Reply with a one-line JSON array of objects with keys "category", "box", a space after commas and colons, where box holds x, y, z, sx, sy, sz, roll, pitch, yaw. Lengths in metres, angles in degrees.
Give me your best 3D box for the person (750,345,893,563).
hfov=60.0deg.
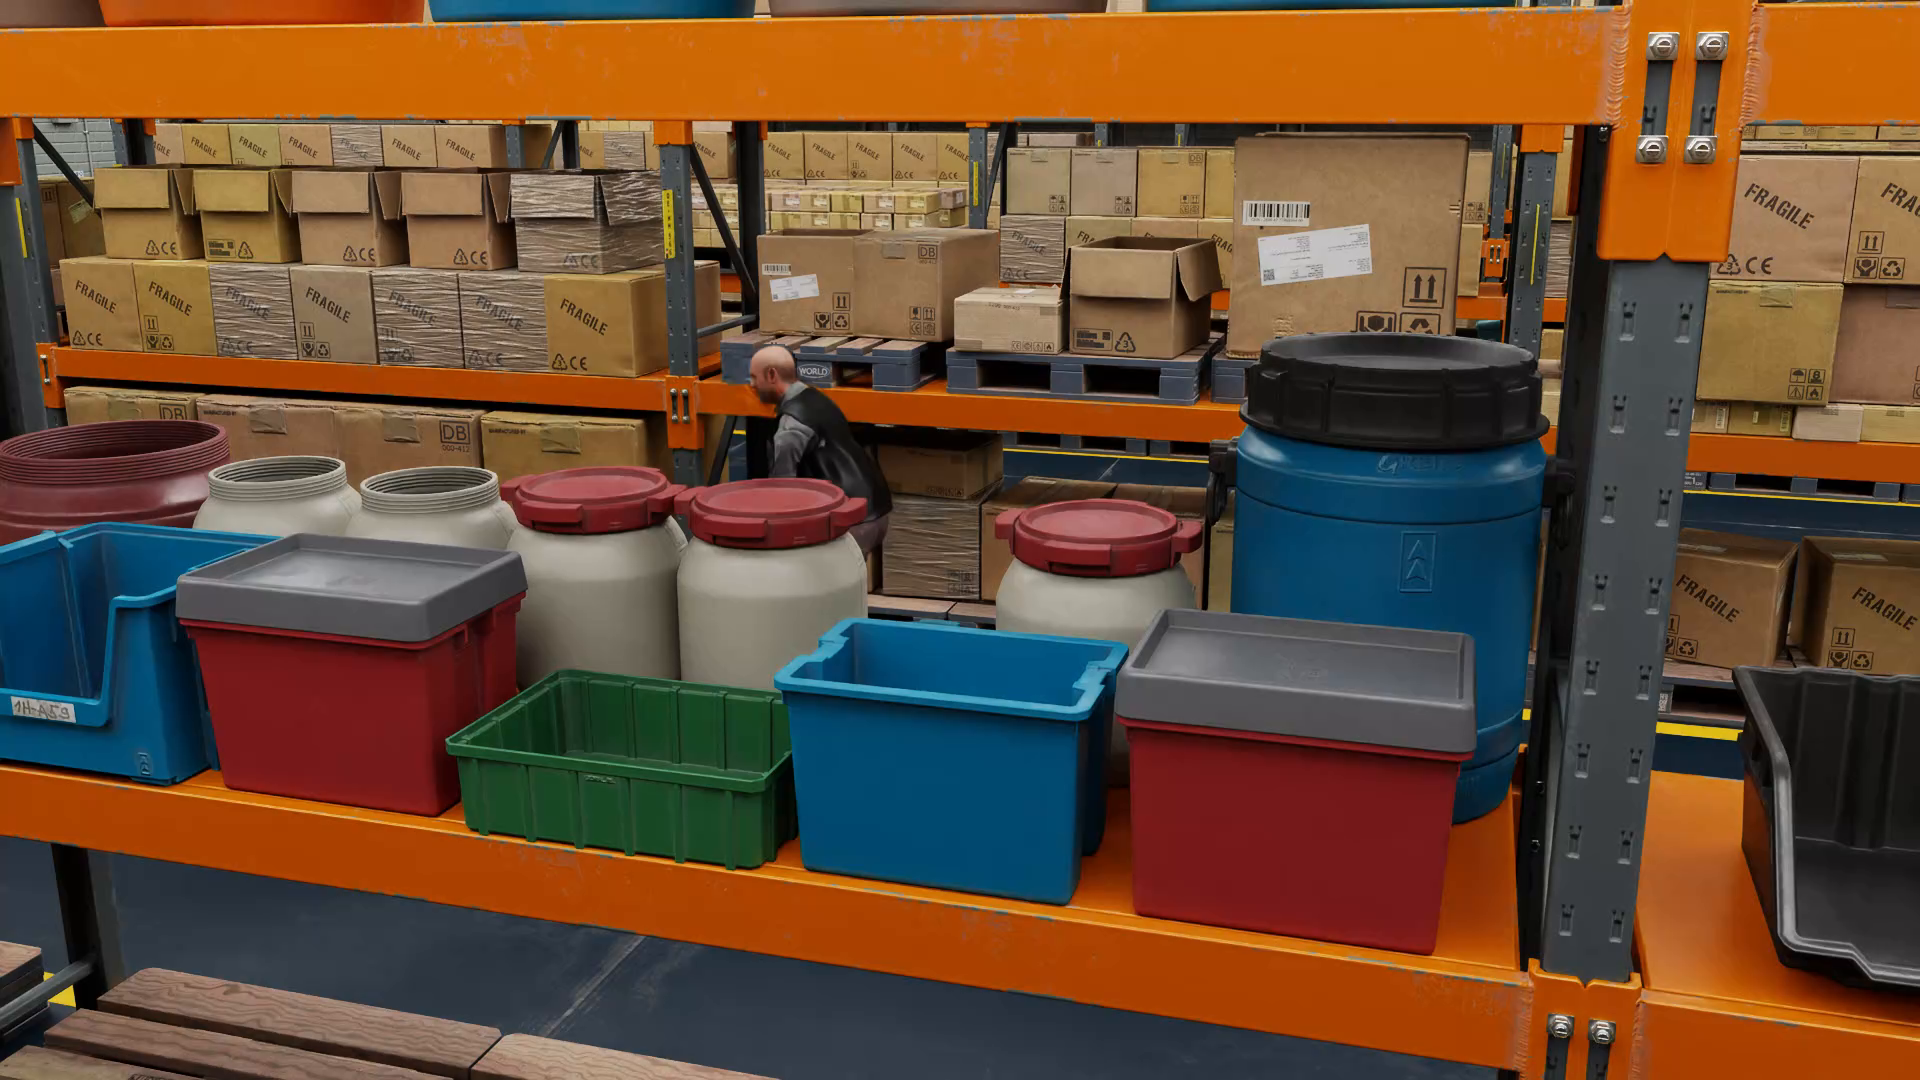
[{"category": "person", "box": [-0.620, -0.041, 7.387, 0.612, 1.640, 0.471, 4, 15, 15]}]
